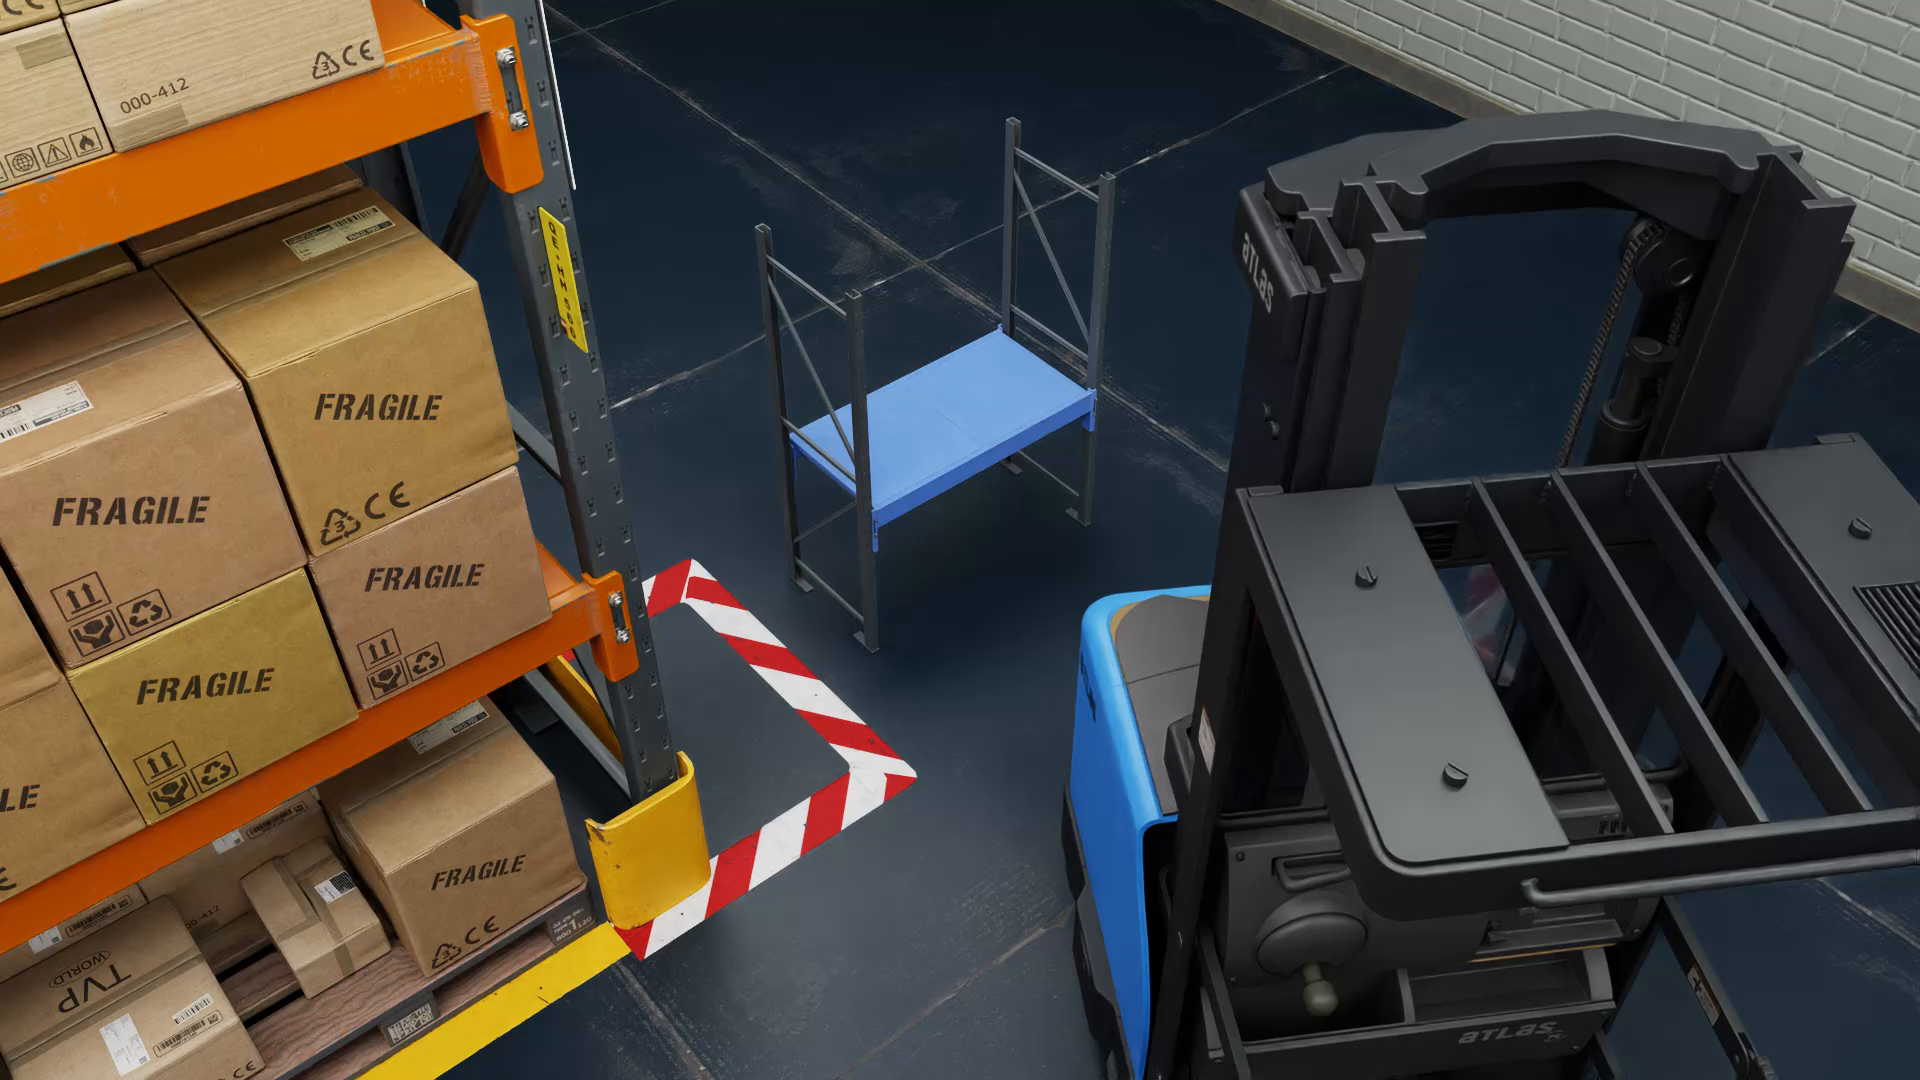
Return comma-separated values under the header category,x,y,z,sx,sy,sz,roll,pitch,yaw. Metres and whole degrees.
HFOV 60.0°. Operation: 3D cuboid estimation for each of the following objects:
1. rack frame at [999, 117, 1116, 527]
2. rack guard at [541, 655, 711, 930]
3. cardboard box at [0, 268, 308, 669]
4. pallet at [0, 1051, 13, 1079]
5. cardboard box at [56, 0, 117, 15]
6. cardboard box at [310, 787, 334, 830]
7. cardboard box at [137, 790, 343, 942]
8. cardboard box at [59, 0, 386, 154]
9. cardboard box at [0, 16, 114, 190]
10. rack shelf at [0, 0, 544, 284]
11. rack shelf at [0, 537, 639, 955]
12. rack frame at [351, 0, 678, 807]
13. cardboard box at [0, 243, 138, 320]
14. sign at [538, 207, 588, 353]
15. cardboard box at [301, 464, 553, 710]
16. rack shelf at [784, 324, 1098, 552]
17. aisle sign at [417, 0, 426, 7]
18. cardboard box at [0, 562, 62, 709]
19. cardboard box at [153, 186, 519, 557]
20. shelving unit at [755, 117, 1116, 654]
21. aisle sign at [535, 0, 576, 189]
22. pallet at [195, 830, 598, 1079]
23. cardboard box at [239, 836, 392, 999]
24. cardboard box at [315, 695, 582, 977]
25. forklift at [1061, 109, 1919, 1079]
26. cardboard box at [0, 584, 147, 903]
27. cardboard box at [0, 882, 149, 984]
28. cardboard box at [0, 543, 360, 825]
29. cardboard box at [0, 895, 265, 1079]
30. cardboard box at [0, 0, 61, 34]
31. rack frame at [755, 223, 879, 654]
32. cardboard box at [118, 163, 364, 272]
category,x,y,z,sx,sy,sz,roll,pitch,yaw
rack frame,0.325,-0.733,5.934,0.032,1.500,0.500,-30,51,-28
rack guard,-1.250,0.627,5.217,0.348,0.500,1.175,-30,51,-28
cardboard box,-1.744,-0.156,3.422,0.500,0.500,0.500,-28,50,-27
pallet,-2.796,1.616,4.376,1.213,0.211,1.003,-30,51,-28
cardboard box,-1.422,-1.179,2.868,0.500,0.250,0.500,-30,51,-28
cardboard box,-1.925,0.668,5.096,0.250,0.166,0.380,-30,51,-28
cardboard box,-2.174,0.834,4.858,0.500,0.250,0.500,-30,51,-28
cardboard box,-1.417,-0.992,3.034,0.500,0.250,0.500,-30,51,-28
cardboard box,-1.807,-0.779,2.806,0.500,0.250,0.500,-30,51,-28
rack shelf,-2.726,-0.271,2.681,4.000,0.370,1.077,-30,51,-28
rack shelf,-2.726,0.823,3.708,4.000,0.370,1.077,-30,51,-28
rack frame,-1.192,-0.318,4.397,0.127,3.000,1.000,-30,51,-28
cardboard box,-2.097,-0.429,3.712,0.500,0.500,0.500,-29,51,-27
sign,-0.851,-0.555,3.573,0.005,0.325,0.100,-30,51,-28
cardboard box,-1.361,-0.015,4.001,0.500,0.500,0.500,-28,50,-27
rack shelf,-0.065,-0.378,5.820,1.000,0.185,0.538,-30,51,-28
aisle sign,-1.328,-1.450,3.703,0.004,0.787,0.394,-30,51,-28
cardboard box,-2.138,0.074,3.177,0.500,0.500,0.500,-28,50,-27
cardboard box,-1.357,-0.379,3.659,0.500,0.500,0.500,-30,51,-28
shelving unit,-0.065,-0.509,5.697,1.048,1.500,0.538,-30,51,-28
aisle sign,-0.943,-1.135,3.368,0.004,0.787,0.394,-30,51,-28
pallet,-1.861,1.083,4.943,1.213,0.211,1.003,-30,51,-28
cardboard box,-1.819,1.053,4.686,0.250,0.166,0.380,-30,51,-28
cardboard box,-1.451,0.801,4.710,0.500,0.500,0.500,-30,51,-28
forklift,1.024,0.822,3.233,1.130,2.935,3.031,-5,43,-6
cardboard box,-2.143,0.431,3.527,0.500,0.500,0.500,-29,51,-28
cardboard box,-2.558,1.053,4.625,0.500,0.250,0.500,-30,51,-28
cardboard box,-1.756,0.215,3.757,0.500,0.500,0.500,-29,51,-28
cardboard box,-2.199,1.294,4.368,0.500,0.250,0.500,-30,51,-28
cardboard box,-1.806,-0.959,2.634,0.500,0.250,0.500,-30,51,-28
rack frame,-0.455,-0.286,5.459,0.032,1.500,0.500,-30,51,-28
cardboard box,-1.701,-0.662,3.961,0.500,0.500,0.500,-28,50,-27
